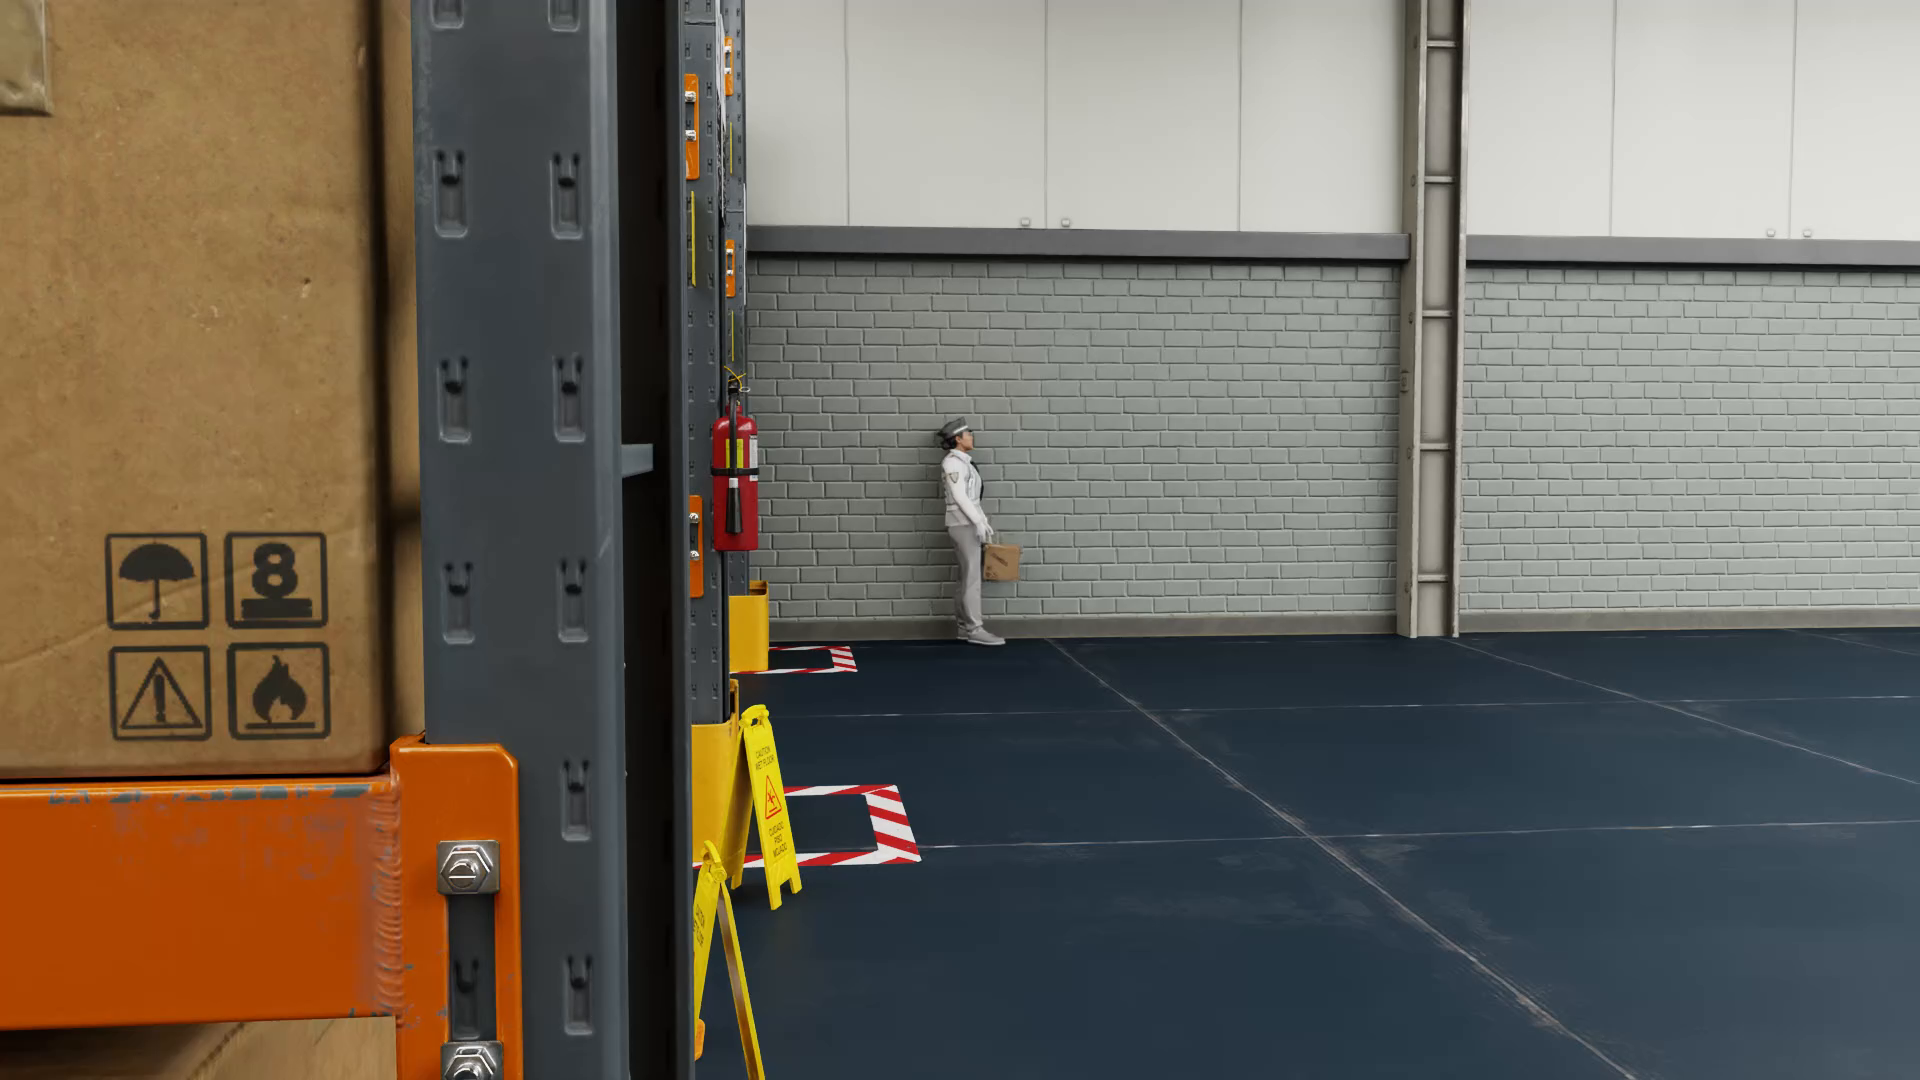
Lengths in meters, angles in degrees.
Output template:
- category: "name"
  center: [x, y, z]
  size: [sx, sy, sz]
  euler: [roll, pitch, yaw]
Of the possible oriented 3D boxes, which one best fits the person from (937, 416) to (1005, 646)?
- category: "person"
  center: [0.091, -0.083, 12.477]
  size: [0.542, 1.697, 0.550]
  euler: [0, 4, 7]
